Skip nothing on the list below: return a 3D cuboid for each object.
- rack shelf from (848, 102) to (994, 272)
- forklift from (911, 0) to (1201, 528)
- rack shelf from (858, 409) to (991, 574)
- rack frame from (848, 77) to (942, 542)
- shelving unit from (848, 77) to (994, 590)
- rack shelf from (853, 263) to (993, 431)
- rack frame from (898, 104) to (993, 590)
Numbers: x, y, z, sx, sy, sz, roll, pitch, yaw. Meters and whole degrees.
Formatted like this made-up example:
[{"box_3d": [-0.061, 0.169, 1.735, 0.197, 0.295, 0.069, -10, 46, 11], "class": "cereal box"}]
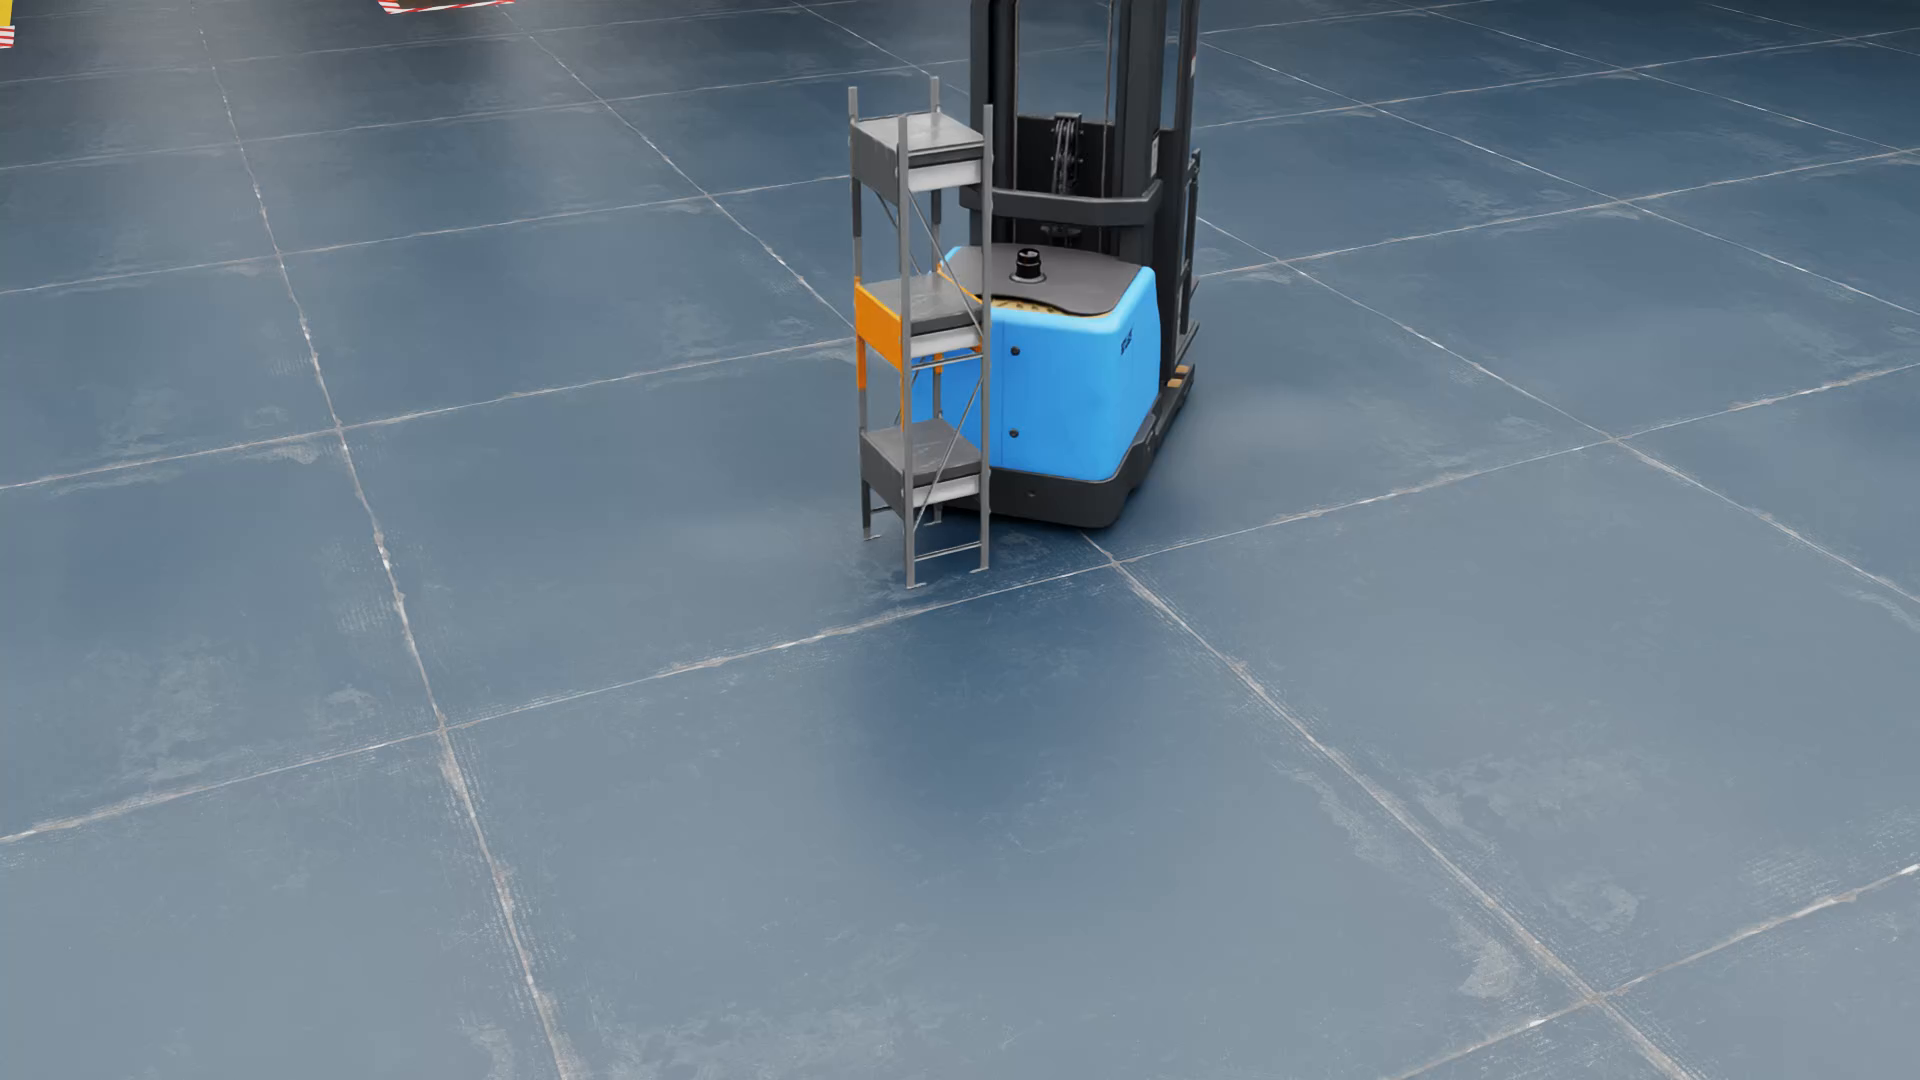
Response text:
[{"box_3d": [-0.162, -1.445, 6.777, 0.431, 0.518, 0.480, -14, 32, -23], "class": "rack shelf"}, {"box_3d": [0.661, -2.040, 8.391, 1.130, 2.935, 3.031, 9, 31, 16], "class": "forklift"}, {"box_3d": [-0.162, -0.224, 7.462, 0.431, 0.518, 0.480, -14, 32, -23], "class": "rack shelf"}, {"box_3d": [-0.270, -0.954, 7.304, 0.400, 2.100, 0.015, -14, 32, -23], "class": "rack frame"}, {"box_3d": [-0.162, -0.846, 7.113, 0.431, 2.100, 0.503, -14, 32, -23], "class": "shelving unit"}, {"box_3d": [-0.162, -0.835, 7.119, 0.431, 0.518, 0.480, -14, 32, -23], "class": "rack shelf"}, {"box_3d": [-0.055, -0.739, 6.922, 0.400, 2.100, 0.015, -14, 32, -23], "class": "rack frame"}]
